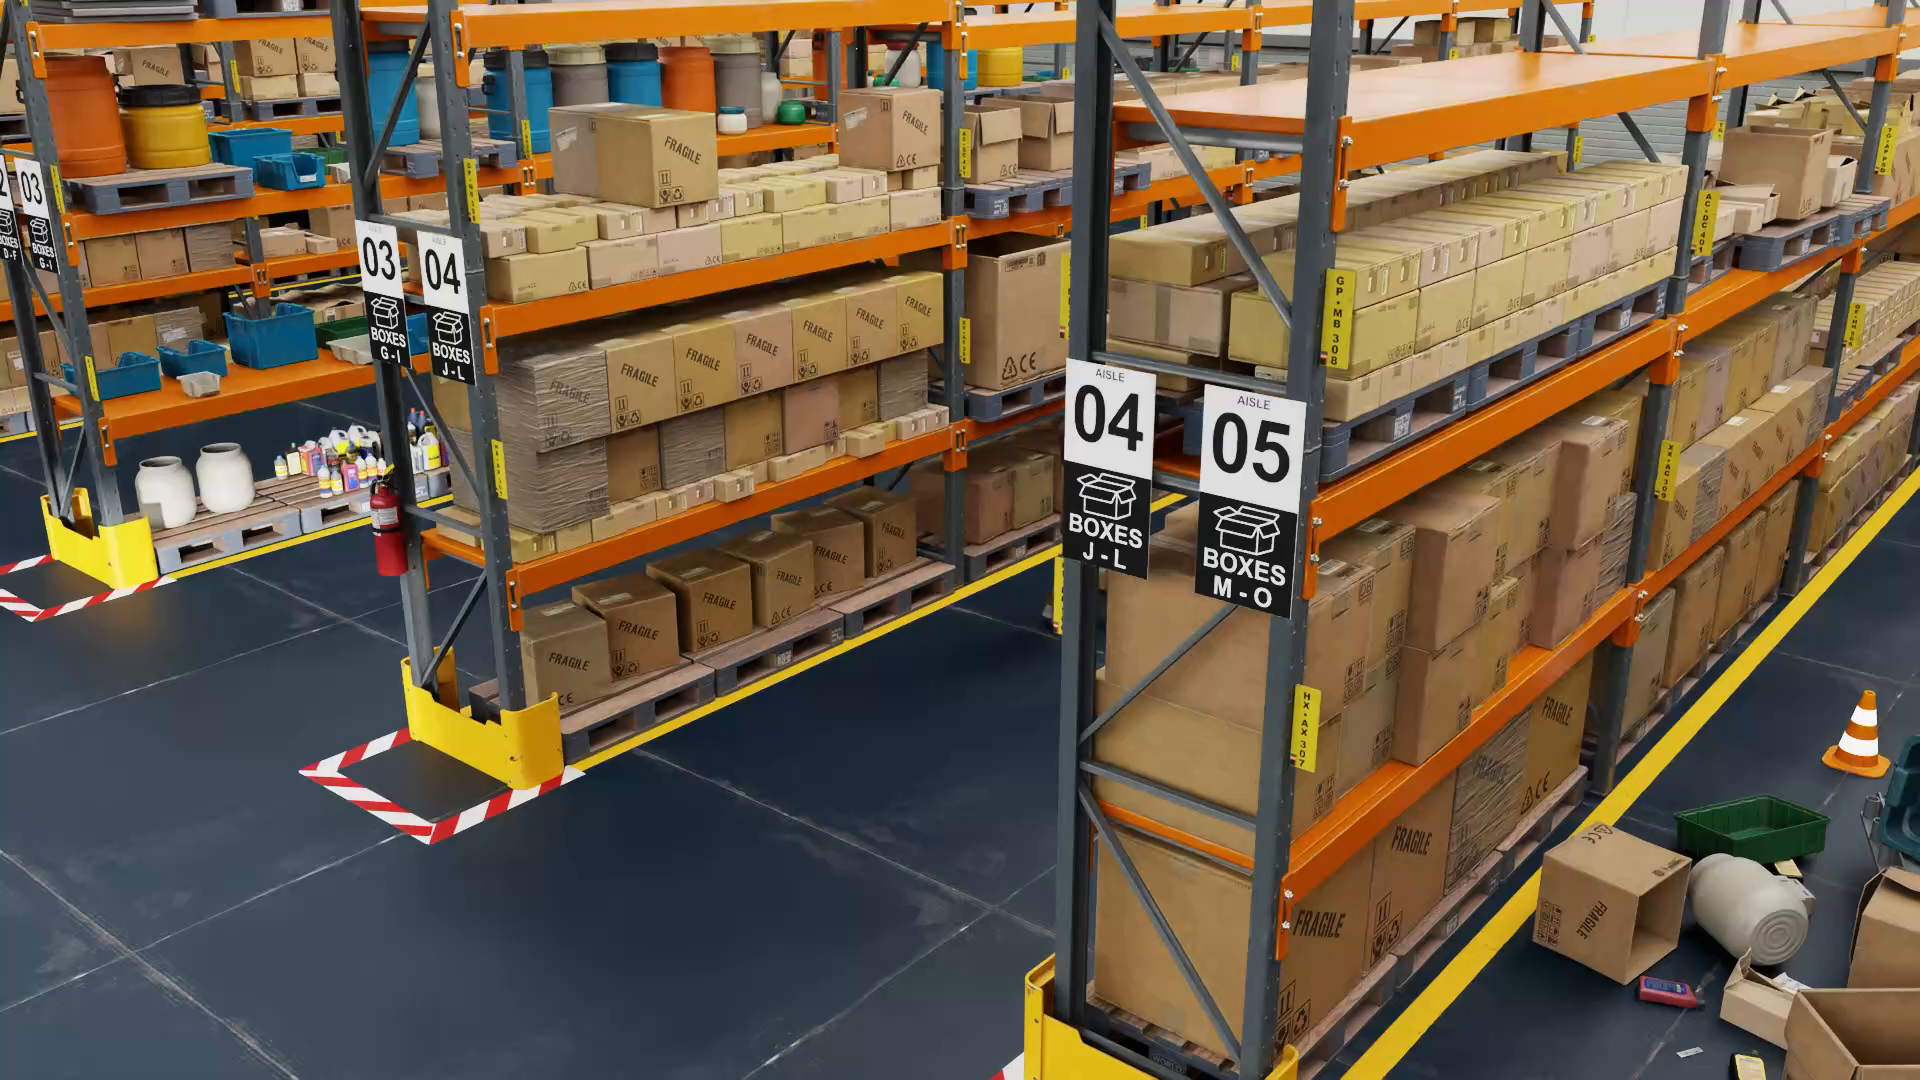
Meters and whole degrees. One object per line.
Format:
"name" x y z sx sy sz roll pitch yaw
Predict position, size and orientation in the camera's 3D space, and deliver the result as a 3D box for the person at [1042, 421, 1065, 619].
"person" 1.040 -0.286 11.913 1.013 1.715 0.638 -14 24 -34
